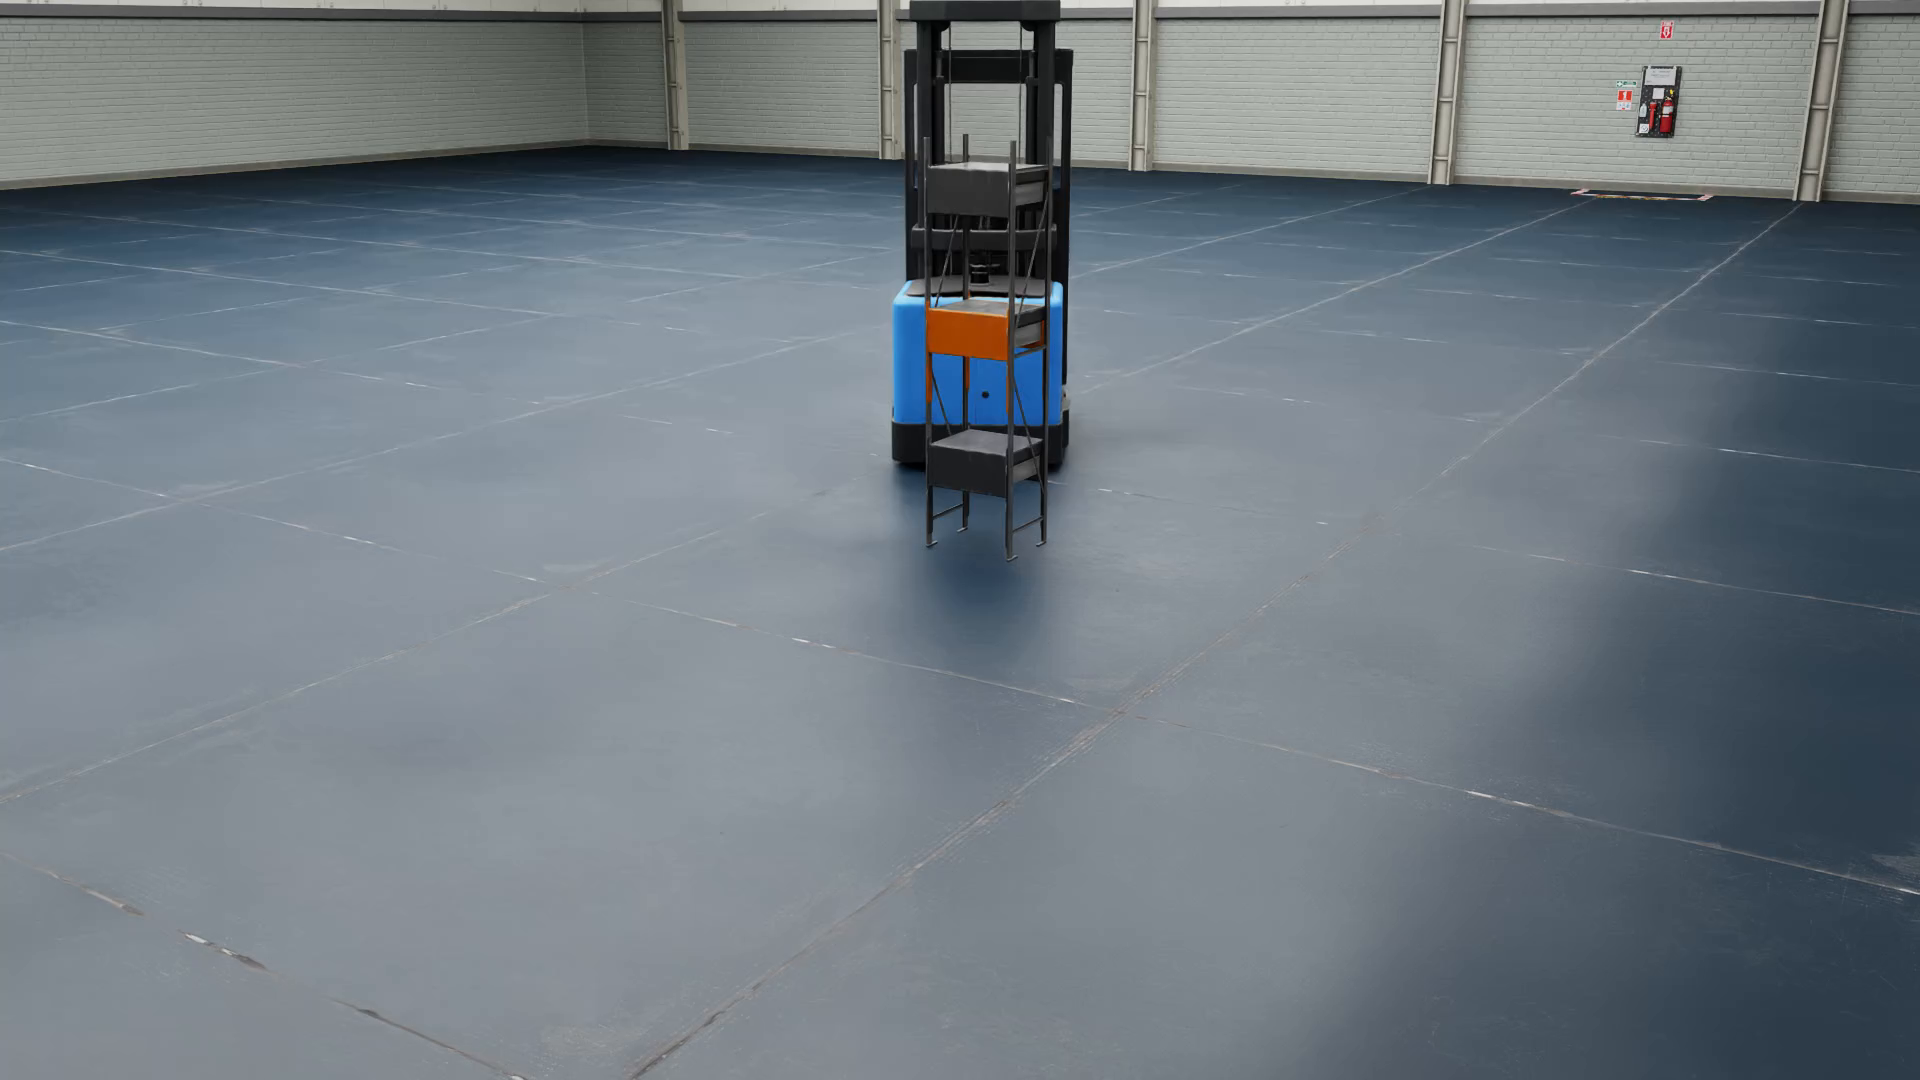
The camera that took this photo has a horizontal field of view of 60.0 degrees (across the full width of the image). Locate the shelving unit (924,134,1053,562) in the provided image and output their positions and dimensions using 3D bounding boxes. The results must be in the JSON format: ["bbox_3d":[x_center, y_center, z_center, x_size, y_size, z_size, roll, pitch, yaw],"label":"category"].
[{"bbox_3d":[0.141,-0.979,8.493,0.503,2.100,0.431,10,20,30],"label":"shelving unit"}]

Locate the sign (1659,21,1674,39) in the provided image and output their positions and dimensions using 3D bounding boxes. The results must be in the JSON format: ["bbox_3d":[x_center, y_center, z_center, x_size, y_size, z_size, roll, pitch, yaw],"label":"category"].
[{"bbox_3d":[11.786,-8.505,27.730,0.199,0.298,0.001,10,20,30],"label":"sign"}]

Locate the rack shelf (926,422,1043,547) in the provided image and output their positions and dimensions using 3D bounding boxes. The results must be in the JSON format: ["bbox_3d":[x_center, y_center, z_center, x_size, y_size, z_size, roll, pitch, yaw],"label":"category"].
[{"bbox_3d":[0.141,-0.297,8.701,0.480,0.518,0.431,10,20,30],"label":"rack shelf"}]

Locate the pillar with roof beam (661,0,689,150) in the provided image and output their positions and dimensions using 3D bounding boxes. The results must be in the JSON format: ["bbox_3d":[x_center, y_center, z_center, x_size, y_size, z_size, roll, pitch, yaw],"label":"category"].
[{"bbox_3d":[-8.877,-12.439,34.349,0.400,9.000,9.100,10,20,30],"label":"pillar with roof beam"}]

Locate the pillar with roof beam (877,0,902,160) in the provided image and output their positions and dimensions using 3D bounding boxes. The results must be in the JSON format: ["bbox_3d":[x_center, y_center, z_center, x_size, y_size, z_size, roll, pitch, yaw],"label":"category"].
[{"bbox_3d":[-3.764,-11.527,31.345,0.400,9.000,9.100,10,20,30],"label":"pillar with roof beam"}]

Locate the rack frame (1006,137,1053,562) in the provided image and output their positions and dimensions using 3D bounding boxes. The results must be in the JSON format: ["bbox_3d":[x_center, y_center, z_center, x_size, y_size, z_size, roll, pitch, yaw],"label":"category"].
[{"bbox_3d":[0.349,-0.942,8.371,0.015,2.100,0.400,10,20,30],"label":"rack frame"}]

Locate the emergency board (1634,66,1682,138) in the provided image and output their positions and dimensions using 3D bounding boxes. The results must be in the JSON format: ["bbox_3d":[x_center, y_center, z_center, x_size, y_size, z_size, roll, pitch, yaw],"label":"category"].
[{"bbox_3d":[11.741,-7.370,27.982,0.643,1.169,0.194,10,20,30],"label":"emergency board"}]

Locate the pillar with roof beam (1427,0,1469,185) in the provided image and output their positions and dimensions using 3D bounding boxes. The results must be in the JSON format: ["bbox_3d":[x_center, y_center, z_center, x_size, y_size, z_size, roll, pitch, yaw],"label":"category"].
[{"bbox_3d":[6.461,-9.701,25.336,0.400,9.000,9.100,10,20,30],"label":"pillar with roof beam"}]

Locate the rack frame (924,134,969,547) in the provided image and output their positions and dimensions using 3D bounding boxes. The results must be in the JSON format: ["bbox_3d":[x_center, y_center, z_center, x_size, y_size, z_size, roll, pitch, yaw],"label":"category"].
[{"bbox_3d":[-0.067,-1.017,8.615,0.015,2.100,0.400,10,20,30],"label":"rack frame"}]

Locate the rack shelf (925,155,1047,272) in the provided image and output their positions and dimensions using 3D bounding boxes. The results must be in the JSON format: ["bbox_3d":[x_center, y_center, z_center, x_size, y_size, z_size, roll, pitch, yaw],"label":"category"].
[{"bbox_3d":[0.141,-1.636,8.294,0.480,0.518,0.431,10,20,30],"label":"rack shelf"}]

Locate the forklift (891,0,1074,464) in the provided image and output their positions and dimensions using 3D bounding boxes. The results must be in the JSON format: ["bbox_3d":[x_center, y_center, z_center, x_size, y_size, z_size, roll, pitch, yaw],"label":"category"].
[{"bbox_3d":[0.199,-2.242,11.221,1.130,2.935,3.031,1,17,4],"label":"forklift"}]

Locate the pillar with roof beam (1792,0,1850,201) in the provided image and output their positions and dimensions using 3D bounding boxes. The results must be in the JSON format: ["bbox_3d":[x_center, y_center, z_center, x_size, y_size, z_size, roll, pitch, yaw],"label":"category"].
[{"bbox_3d":[11.574,-8.789,22.332,0.400,9.000,9.100,10,20,30],"label":"pillar with roof beam"}]

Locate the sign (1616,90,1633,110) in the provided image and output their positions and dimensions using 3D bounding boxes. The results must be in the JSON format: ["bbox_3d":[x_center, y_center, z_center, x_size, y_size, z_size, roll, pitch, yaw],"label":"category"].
[{"bbox_3d":[11.324,-7.496,28.338,0.234,0.329,0.001,10,20,30],"label":"sign"}]

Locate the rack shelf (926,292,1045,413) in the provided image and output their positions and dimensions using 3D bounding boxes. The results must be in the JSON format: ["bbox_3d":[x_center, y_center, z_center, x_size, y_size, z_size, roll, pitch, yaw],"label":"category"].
[{"bbox_3d":[0.141,-0.966,8.497,0.480,0.518,0.431,10,20,30],"label":"rack shelf"}]

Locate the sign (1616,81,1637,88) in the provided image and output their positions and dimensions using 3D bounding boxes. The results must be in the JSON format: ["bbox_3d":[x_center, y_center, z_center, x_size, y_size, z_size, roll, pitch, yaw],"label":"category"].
[{"bbox_3d":[11.323,-7.747,28.251,0.331,0.109,0.001,10,20,30],"label":"sign"}]

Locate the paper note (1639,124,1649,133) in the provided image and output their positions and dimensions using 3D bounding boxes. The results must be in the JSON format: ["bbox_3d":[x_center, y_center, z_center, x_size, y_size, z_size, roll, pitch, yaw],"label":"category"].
[{"bbox_3d":[11.626,-6.992,28.255,0.142,0.148,0.016,10,20,30],"label":"paper note"}]

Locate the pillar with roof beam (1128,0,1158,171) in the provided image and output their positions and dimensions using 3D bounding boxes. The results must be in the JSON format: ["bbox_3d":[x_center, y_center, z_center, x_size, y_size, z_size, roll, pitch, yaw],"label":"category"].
[{"bbox_3d":[1.348,-10.614,28.340,0.400,9.000,9.100,10,20,30],"label":"pillar with roof beam"}]
